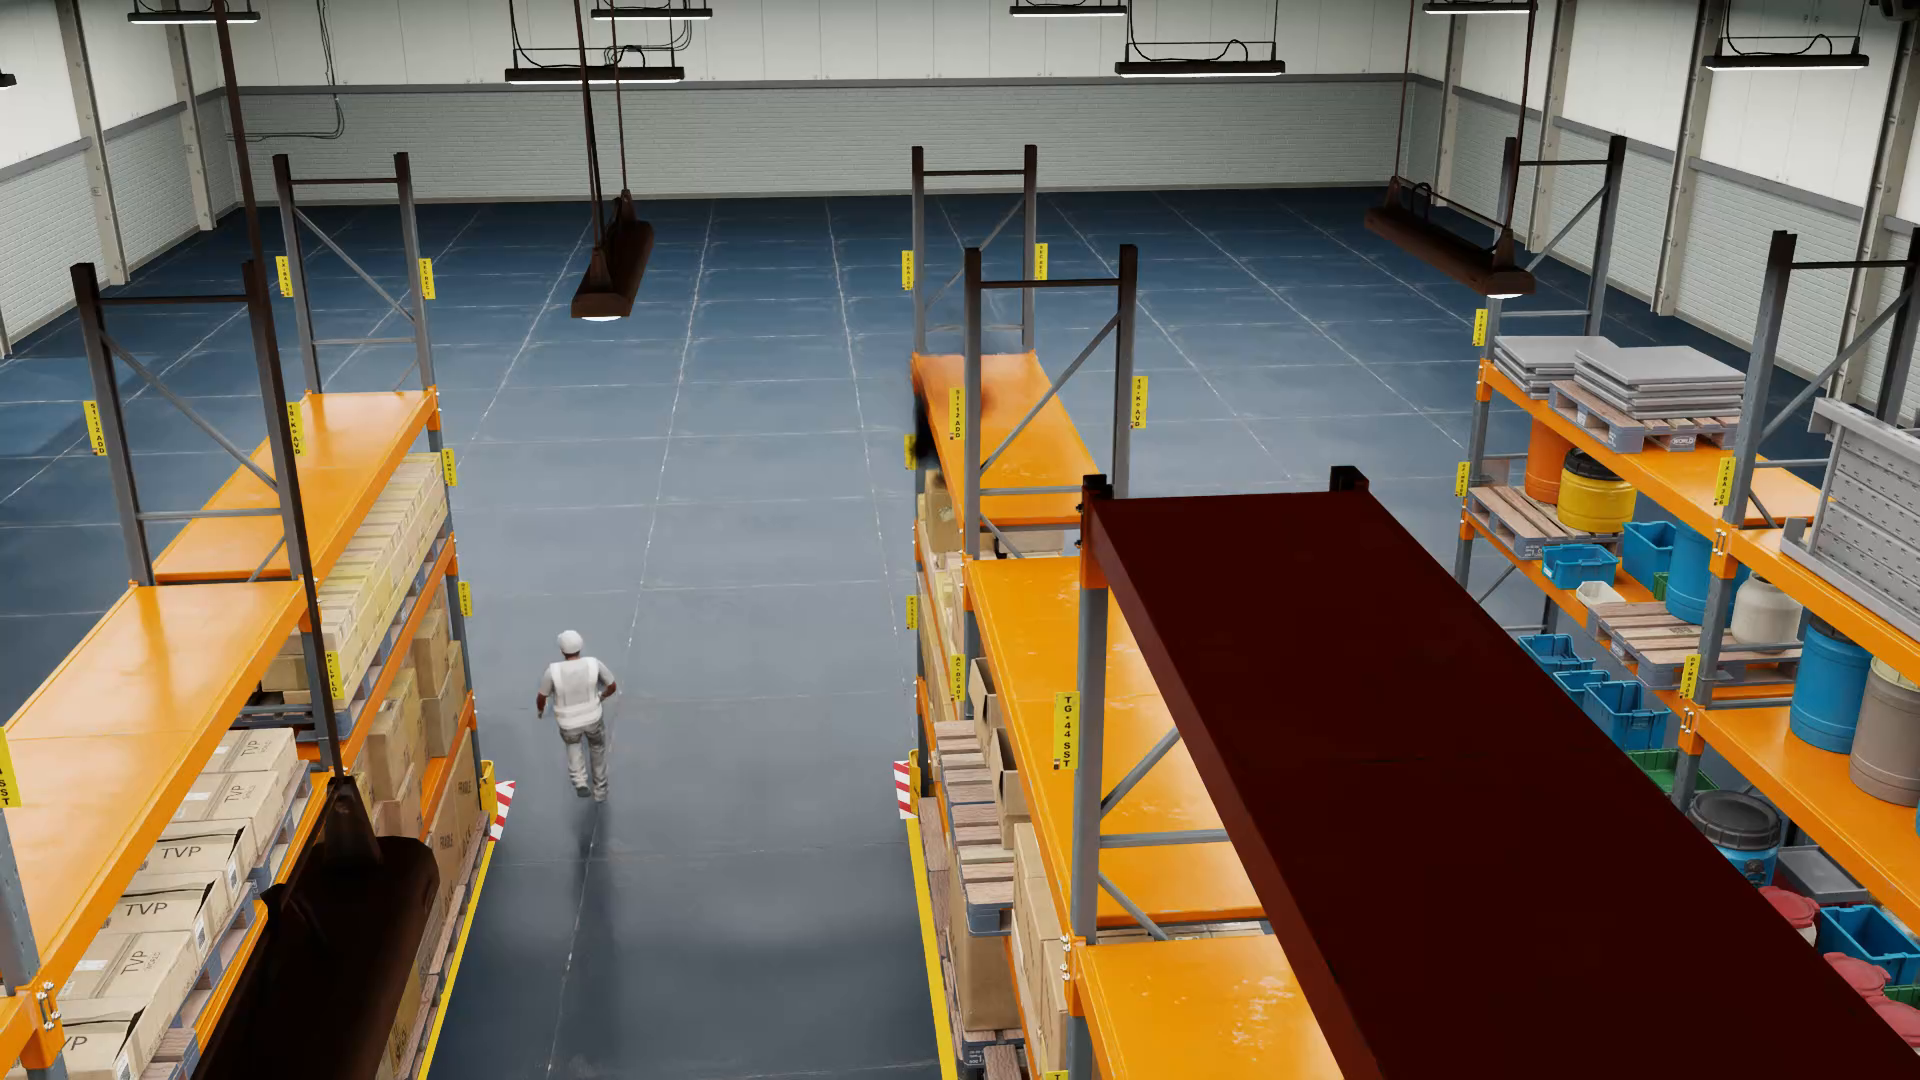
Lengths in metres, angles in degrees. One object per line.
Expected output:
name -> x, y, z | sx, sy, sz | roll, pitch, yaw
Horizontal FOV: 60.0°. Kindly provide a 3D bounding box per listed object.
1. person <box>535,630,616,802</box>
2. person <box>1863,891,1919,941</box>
person -> -3.505, 1.608, 15.244 | 0.731, 1.756, 0.522 | -6, 22, -16
person -> 6.927, 2.816, 12.334 | 0.604, 1.616, 0.575 | -3, 22, -8
